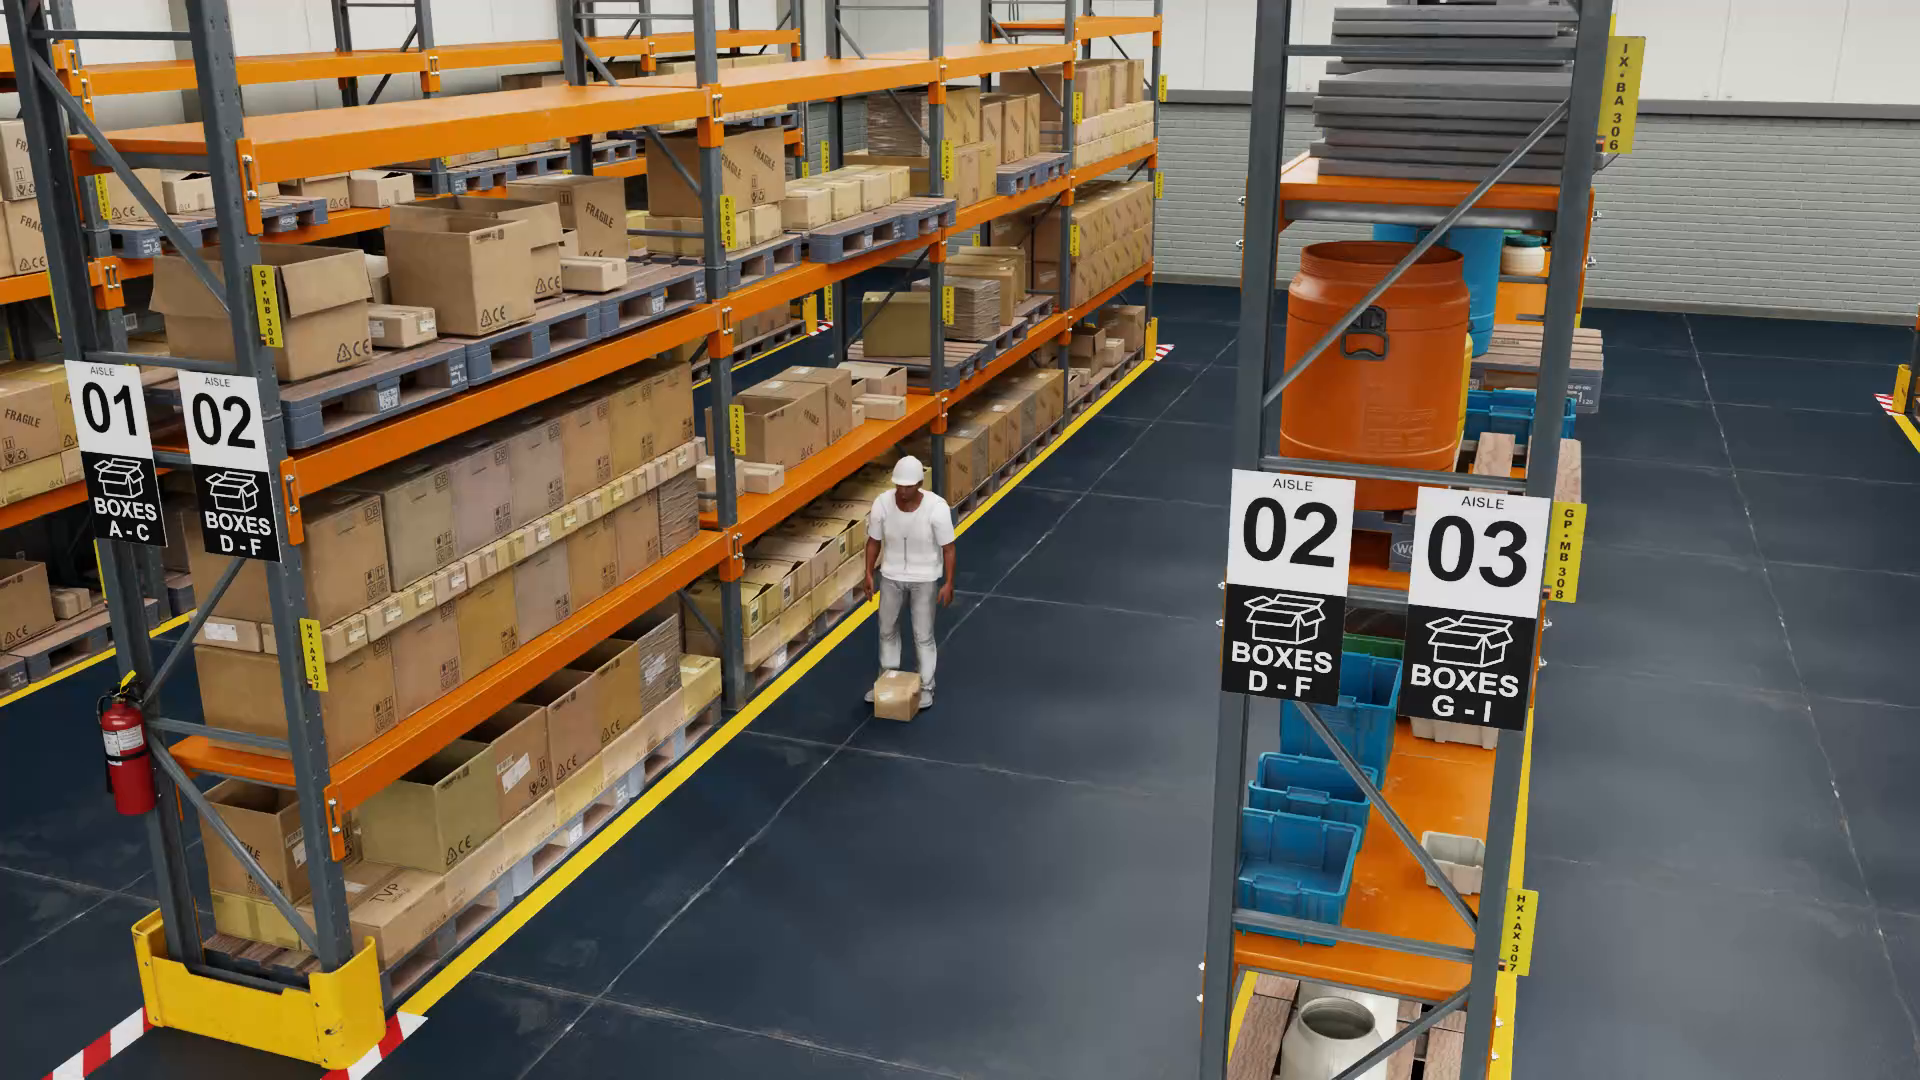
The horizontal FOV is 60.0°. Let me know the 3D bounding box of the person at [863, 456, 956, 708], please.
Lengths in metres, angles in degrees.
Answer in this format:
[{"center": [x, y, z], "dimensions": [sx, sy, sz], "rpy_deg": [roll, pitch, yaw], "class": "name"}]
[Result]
[{"center": [-0.345, 0.270, 11.226], "dimensions": [0.635, 1.761, 0.454], "rpy_deg": [5, 19, 15], "class": "person"}]
